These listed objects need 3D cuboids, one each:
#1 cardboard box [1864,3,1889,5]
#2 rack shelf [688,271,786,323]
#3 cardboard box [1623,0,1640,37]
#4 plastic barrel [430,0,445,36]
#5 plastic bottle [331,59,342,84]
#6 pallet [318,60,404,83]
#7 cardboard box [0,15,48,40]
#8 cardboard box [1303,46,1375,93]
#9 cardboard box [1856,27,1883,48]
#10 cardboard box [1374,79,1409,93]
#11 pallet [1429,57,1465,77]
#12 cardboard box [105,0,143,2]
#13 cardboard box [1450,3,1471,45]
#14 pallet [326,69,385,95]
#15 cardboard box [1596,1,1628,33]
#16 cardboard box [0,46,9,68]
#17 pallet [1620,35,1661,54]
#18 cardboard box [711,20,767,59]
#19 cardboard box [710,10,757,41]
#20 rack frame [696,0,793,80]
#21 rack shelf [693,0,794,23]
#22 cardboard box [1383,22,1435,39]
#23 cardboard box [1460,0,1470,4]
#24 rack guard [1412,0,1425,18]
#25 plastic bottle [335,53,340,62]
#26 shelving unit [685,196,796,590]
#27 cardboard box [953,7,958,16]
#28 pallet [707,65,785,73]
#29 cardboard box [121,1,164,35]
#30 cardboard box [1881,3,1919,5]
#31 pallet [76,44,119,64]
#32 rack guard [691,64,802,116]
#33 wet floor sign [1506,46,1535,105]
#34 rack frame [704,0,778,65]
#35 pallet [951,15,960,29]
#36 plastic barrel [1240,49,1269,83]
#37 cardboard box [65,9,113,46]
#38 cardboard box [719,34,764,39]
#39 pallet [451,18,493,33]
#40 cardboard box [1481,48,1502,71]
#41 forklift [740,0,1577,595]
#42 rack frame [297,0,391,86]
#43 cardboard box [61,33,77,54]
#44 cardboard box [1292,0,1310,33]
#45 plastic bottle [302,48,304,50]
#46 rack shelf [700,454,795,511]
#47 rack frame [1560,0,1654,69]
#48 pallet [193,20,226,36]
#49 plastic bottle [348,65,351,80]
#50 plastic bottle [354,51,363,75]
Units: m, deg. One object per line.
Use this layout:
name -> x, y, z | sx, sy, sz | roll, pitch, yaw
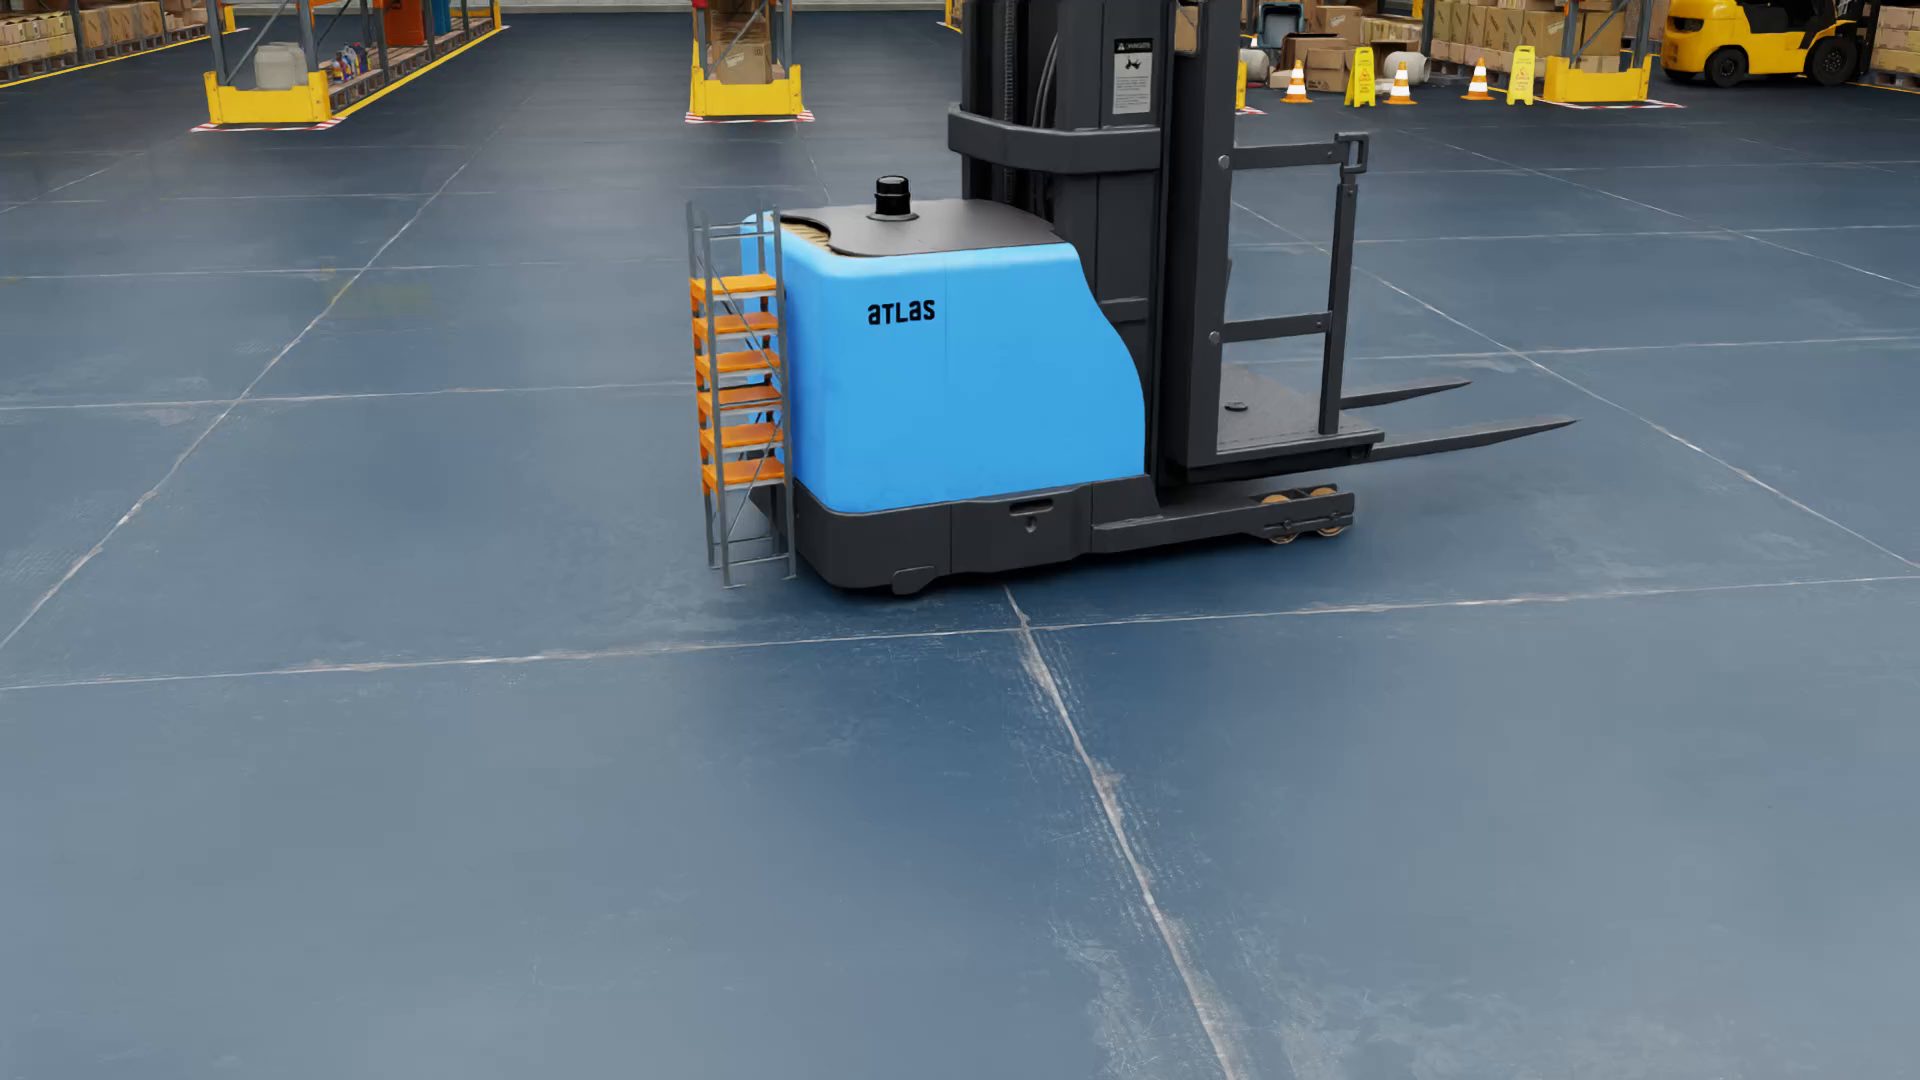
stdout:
cardboard box -> 11.797, -6.865, 21.711 | 0.500, 0.250, 0.500 | -3, 21, -9
rack shelf -> -0.683, -0.746, 5.094 | 0.258, 0.103, 0.180 | -9, 22, -21
cardboard box -> 11.323, -8.456, 26.862 | 0.875, 0.625, 0.625 | -2, 21, -6
plastic barrel -> -8.786, -8.751, 27.258 | 0.600, 0.901, 0.708 | -3, 21, -8
plastic bottle -> -7.172, -5.388, 19.127 | 0.097, 0.271, 0.097 | 0, 20, 0
pallet -> -7.948, -6.165, 21.922 | 1.003, 0.211, 1.213 | -3, 21, -8
cardboard box -> -12.804, -6.986, 22.662 | 0.500, 0.311, 0.500 | -3, 21, -8
cardboard box -> 4.730, -5.878, 20.734 | 0.637, 0.503, 0.797 | 17, 27, 39
cardboard box -> 11.863, -6.466, 21.355 | 0.500, 0.250, 0.500 | -3, 21, -9
cardboard box -> 5.300, -5.583, 20.451 | 0.380, 0.149, 0.250 | 8, 22, 20
pallet -> 7.043, -6.414, 22.588 | 1.003, 0.211, 1.213 | -3, 21, -8
cardboard box -> -14.214, -8.941, 28.312 | 0.500, 0.500, 0.500 | -3, 21, -8
cardboard box -> 6.818, -6.809, 21.917 | 0.500, 0.500, 0.500 | -2, 21, -6
pallet -> -7.741, -5.661, 20.571 | 1.003, 0.211, 1.213 | -3, 21, -8
cardboard box -> 10.973, -8.749, 27.827 | 0.500, 0.500, 0.500 | -2, 21, -6
cardboard box -> -12.584, -6.191, 21.335 | 0.500, 0.250, 0.500 | -2, 21, -6
pallet -> 11.326, -7.995, 26.820 | 1.003, 0.211, 1.213 | -3, 21, -8
cardboard box -> -2.962, -6.700, 22.313 | 0.700, 0.500, 0.500 | -5, 21, -12
cardboard box -> -3.355, -7.641, 24.830 | 0.700, 0.500, 0.500 | -4, 21, -11
rack frame -> -2.318, -6.067, 17.672 | 1.000, 3.000, 0.127 | -3, 21, -8
rack shelf -> -2.607, -6.422, 19.652 | 1.077, 0.370, 4.000 | -3, 21, -8
cardboard box -> 6.727, -7.347, 24.257 | 0.950, 0.372, 0.625 | -2, 21, -4
cardboard box -> 6.764, -7.073, 21.698 | 0.380, 0.149, 0.250 | -2, 21, -6
rack guard -> 10.104, -11.161, 34.883 | 1.175, 0.500, 0.348 | -3, 21, -8
plastic bottle -> -7.430, -5.687, 19.908 | 0.061, 0.283, 0.133 | -3, 21, -8
shelving unit -> -0.681, -0.451, 5.205 | 0.258, 1.200, 0.189 | -9, 22, -21
cardboard box -> 0.057, -10.485, 32.977 | 0.380, 0.149, 0.250 | -2, 21, -7
pallet -> -2.763, -5.915, 21.250 | 1.003, 0.211, 1.213 | -3, 21, -8
cardboard box -> -13.497, -8.602, 27.404 | 0.500, 0.500, 0.500 | -3, 21, -8
cardboard box -> 12.313, -6.895, 21.792 | 0.500, 0.250, 0.500 | -3, 21, -9
pallet -> -13.345, -7.292, 24.939 | 1.003, 0.211, 1.213 | -3, 21, -8
rack guard -> -2.329, -4.922, 18.180 | 1.175, 0.500, 0.348 | -3, 21, -8
wet floor sign -> 6.457, -5.344, 19.102 | 0.267, 0.644, 0.232 | 4, 21, 11
rack frame -> -2.895, -7.452, 21.380 | 1.000, 3.000, 0.127 | -3, 21, -8
pallet -> 0.391, -10.206, 32.740 | 1.003, 0.211, 1.213 | -3, 21, -8
plastic barrel -> 3.709, -6.144, 21.563 | 0.512, 0.421, 0.421 | 12, 24, 30
cardboard box -> -13.139, -7.726, 25.059 | 0.500, 0.500, 0.500 | -4, 21, -10
cardboard box -> -2.583, -5.732, 19.750 | 0.500, 0.500, 0.500 | -1, 21, -3
pallet -> -9.445, -9.763, 31.554 | 1.003, 0.211, 1.213 | -3, 21, -8
cardboard box -> 6.958, -6.102, 21.097 | 0.500, 0.250, 0.500 | -4, 21, -10
forklift -> 0.814, -1.520, 5.596 | 3.031, 2.935, 1.130 | -8, 22, -21
rack frame -> -7.796, -7.202, 20.711 | 1.000, 3.000, 0.127 | -3, 21, -8
cardboard box -> -12.958, -7.077, 23.707 | 0.500, 0.250, 0.500 | -2, 21, -6
cardboard box -> 6.193, -9.090, 28.204 | 0.875, 0.875, 0.875 | -3, 21, -7
plastic bottle -> -8.184, -5.997, 20.757 | 0.097, 0.271, 0.097 | 0, 20, 0
rack shelf -> -0.679, -0.185, 5.306 | 0.258, 0.103, 0.180 | -9, 22, -21
rack frame -> 7.488, -6.567, 19.010 | 1.000, 3.000, 0.127 | -3, 21, -8
pallet -> -14.301, -9.499, 30.849 | 1.003, 0.211, 1.213 | -3, 21, -8
plastic bottle -> -7.251, -5.543, 19.641 | 0.097, 0.201, 0.097 | 0, 20, 0
plastic bottle -> -7.326, -5.806, 20.228 | 0.061, 0.283, 0.133 | -2, 21, -4
